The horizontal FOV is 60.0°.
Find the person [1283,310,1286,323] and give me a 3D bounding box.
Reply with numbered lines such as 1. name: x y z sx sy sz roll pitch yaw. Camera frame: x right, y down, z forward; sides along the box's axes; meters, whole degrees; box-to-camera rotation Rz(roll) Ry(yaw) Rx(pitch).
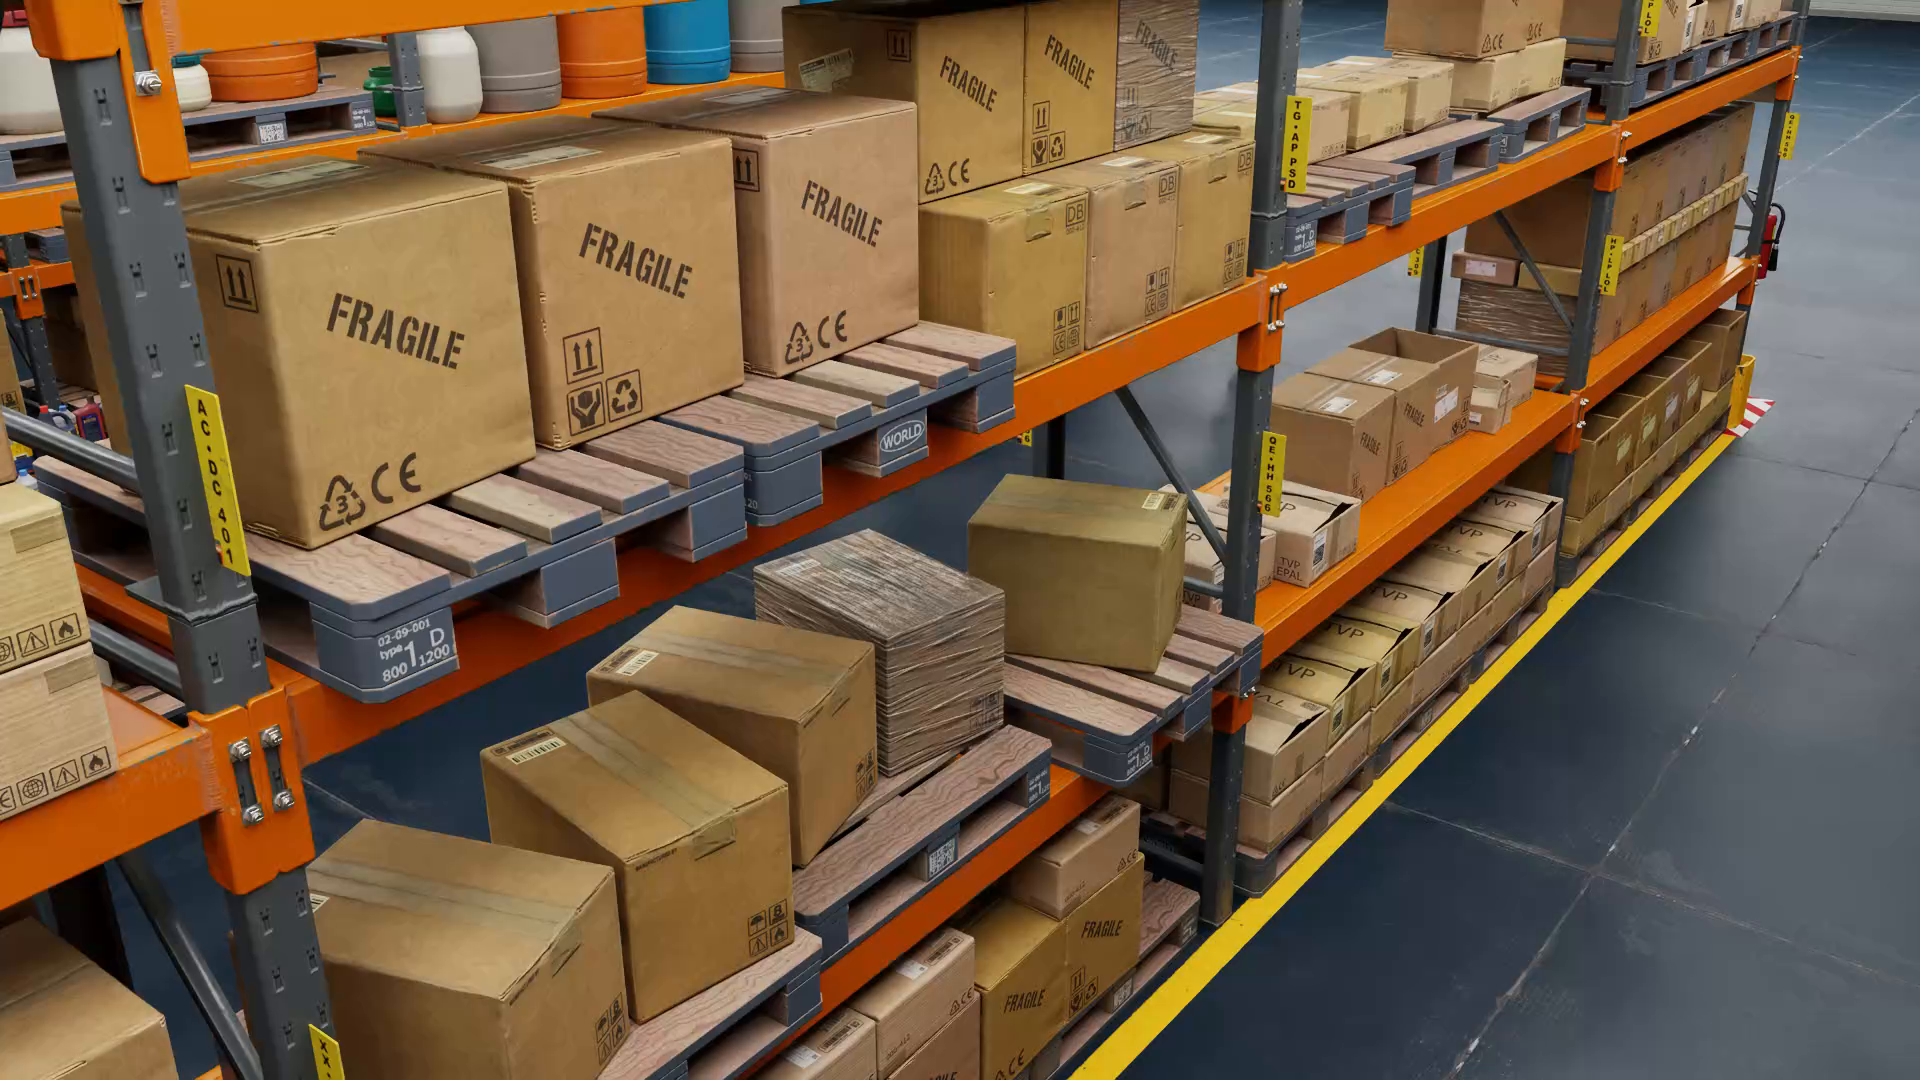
1. person: 2.530 -2.183 13.673 0.530 1.680 0.997 9 25 20
